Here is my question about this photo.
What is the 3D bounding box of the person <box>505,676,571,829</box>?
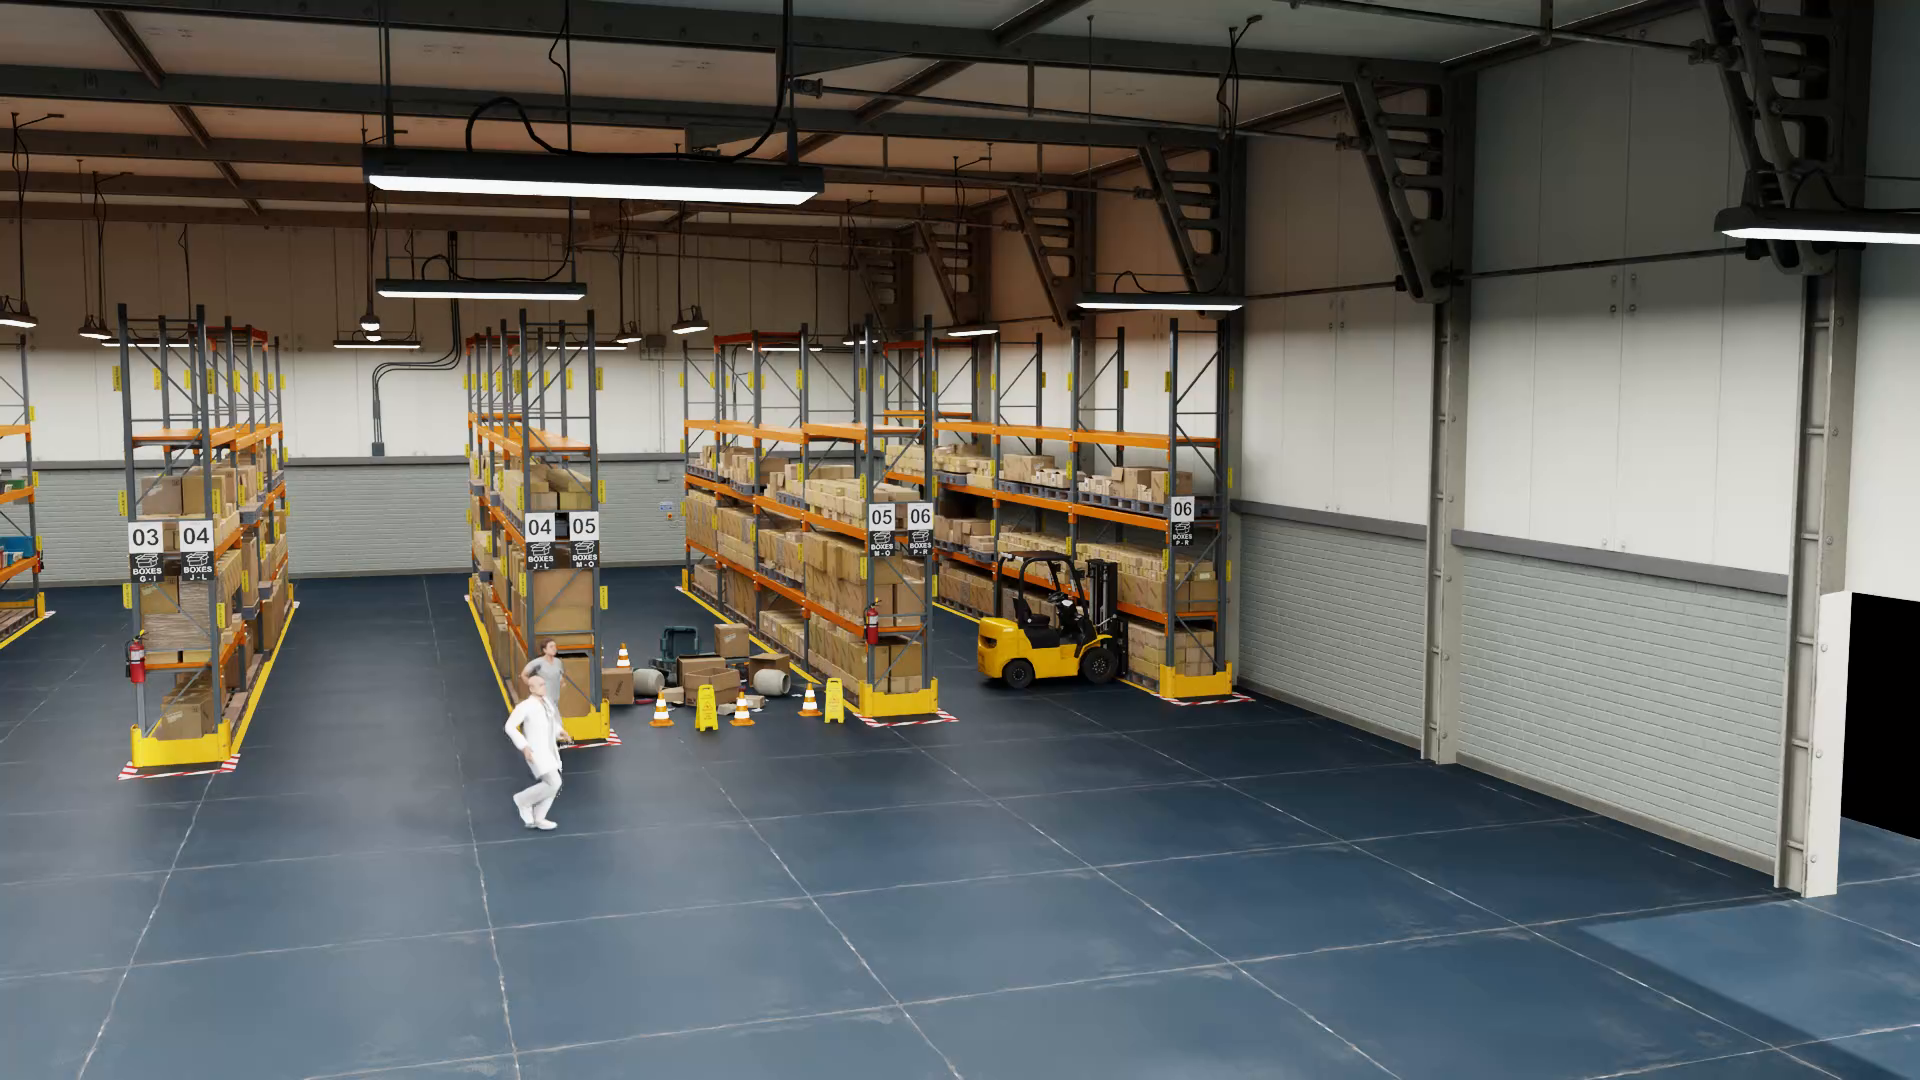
[{"bbox_3d":[-4.661,2.381,18.592,0.624,1.732,0.715,2,6,18],"label":"person"}]

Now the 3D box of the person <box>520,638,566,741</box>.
[{"bbox_3d":[-5.412,2.119,21.750,0.661,1.692,0.553,3,6,30],"label":"person"}]
